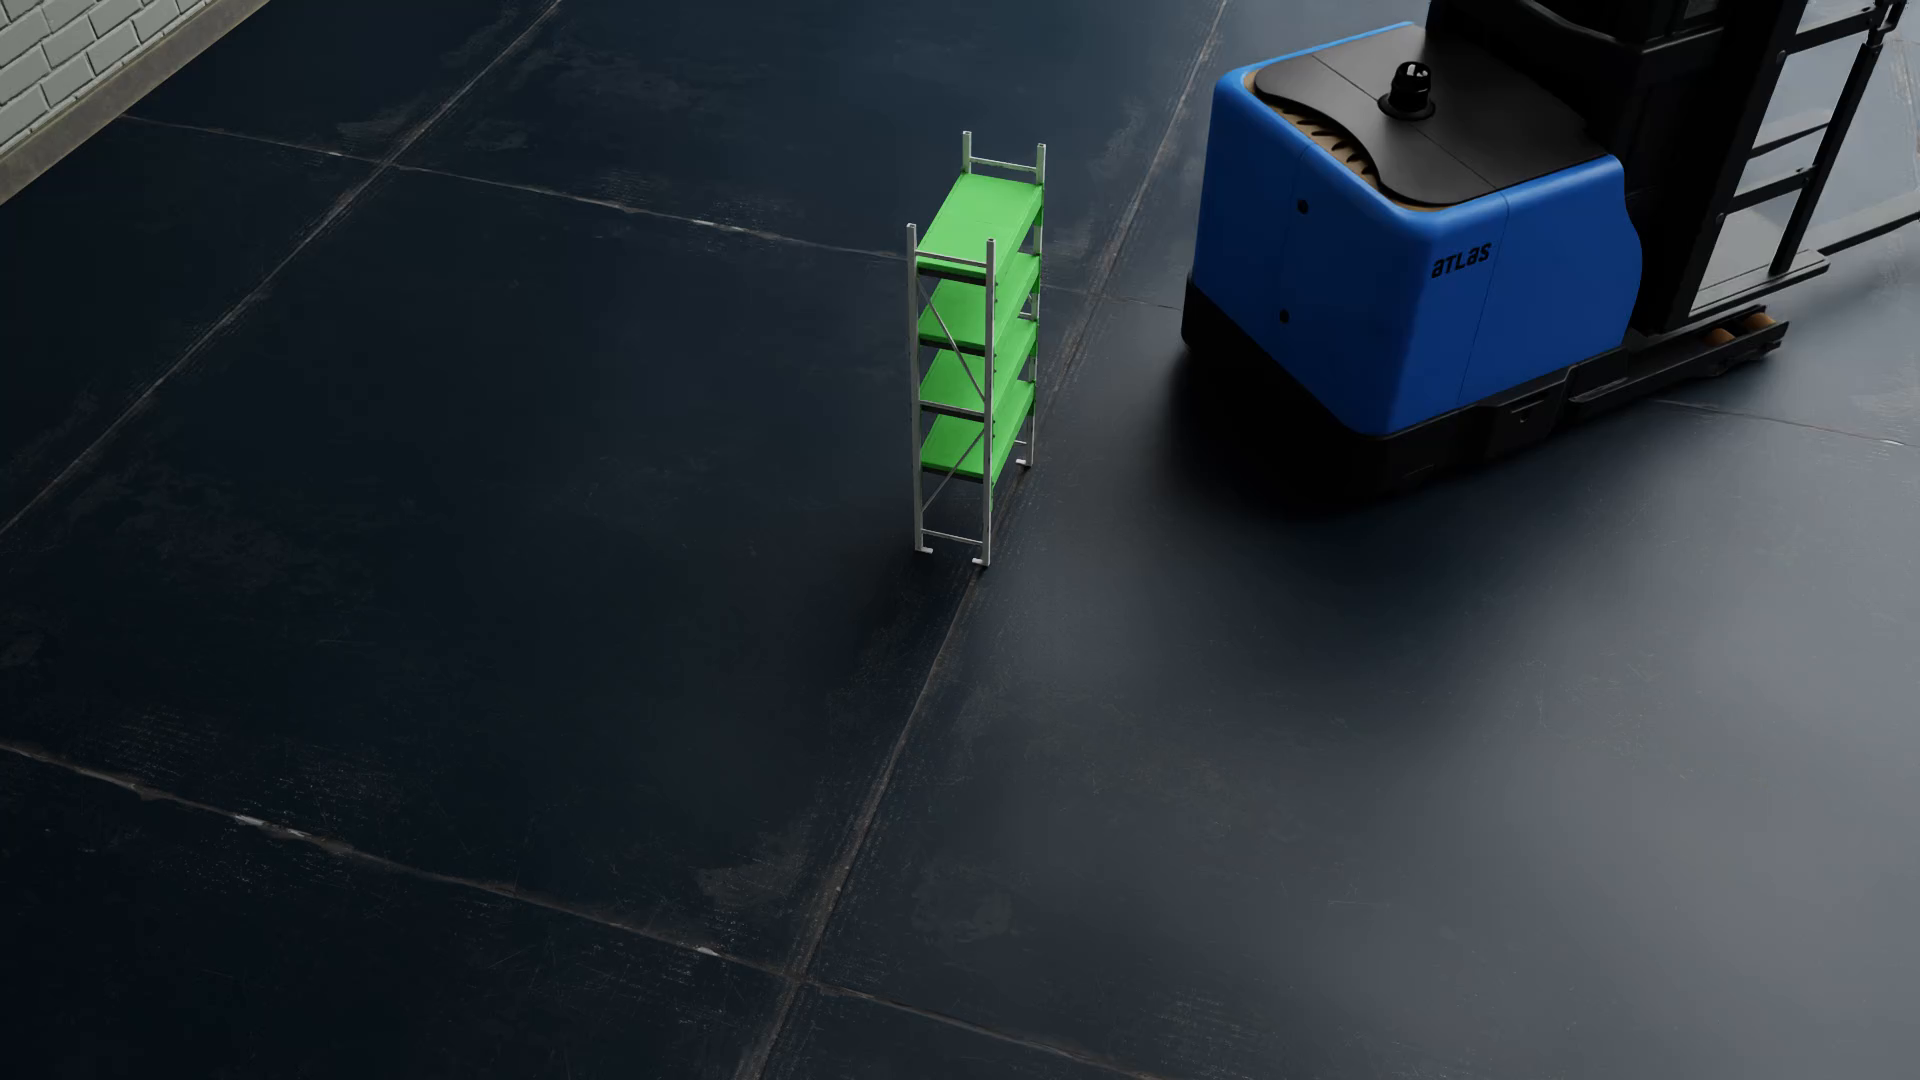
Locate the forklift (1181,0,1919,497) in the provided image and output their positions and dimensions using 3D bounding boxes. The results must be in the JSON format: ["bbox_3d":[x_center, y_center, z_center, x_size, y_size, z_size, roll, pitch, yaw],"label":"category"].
[{"bbox_3d":[2.329,-1.927,5.124,3.031,2.935,1.130,-20,48,-20],"label":"forklift"}]

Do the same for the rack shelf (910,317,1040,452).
[{"bbox_3d":[0.050,-0.494,4.988,0.258,0.148,0.480,13,46,12],"label":"rack shelf"}]

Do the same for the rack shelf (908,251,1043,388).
[{"bbox_3d":[0.050,-0.665,4.820,0.258,0.148,0.480,13,46,12],"label":"rack shelf"}]

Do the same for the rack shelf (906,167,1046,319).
[{"bbox_3d":[0.050,-0.837,4.652,0.258,0.148,0.480,13,46,12],"label":"rack shelf"}]

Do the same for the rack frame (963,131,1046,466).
[{"bbox_3d":[0.124,-0.702,5.109,0.240,1.200,0.015,13,46,12],"label":"rack frame"}]

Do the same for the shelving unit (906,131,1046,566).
[{"bbox_3d":[0.050,-0.539,4.943,0.258,1.200,0.503,13,46,12],"label":"shelving unit"}]

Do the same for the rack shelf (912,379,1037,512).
[{"bbox_3d":[0.050,-0.322,5.156,0.258,0.148,0.480,13,46,12],"label":"rack shelf"}]

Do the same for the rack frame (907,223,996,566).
[{"bbox_3d":[-0.024,-0.377,4.777,0.240,1.200,0.015,13,46,12],"label":"rack frame"}]
